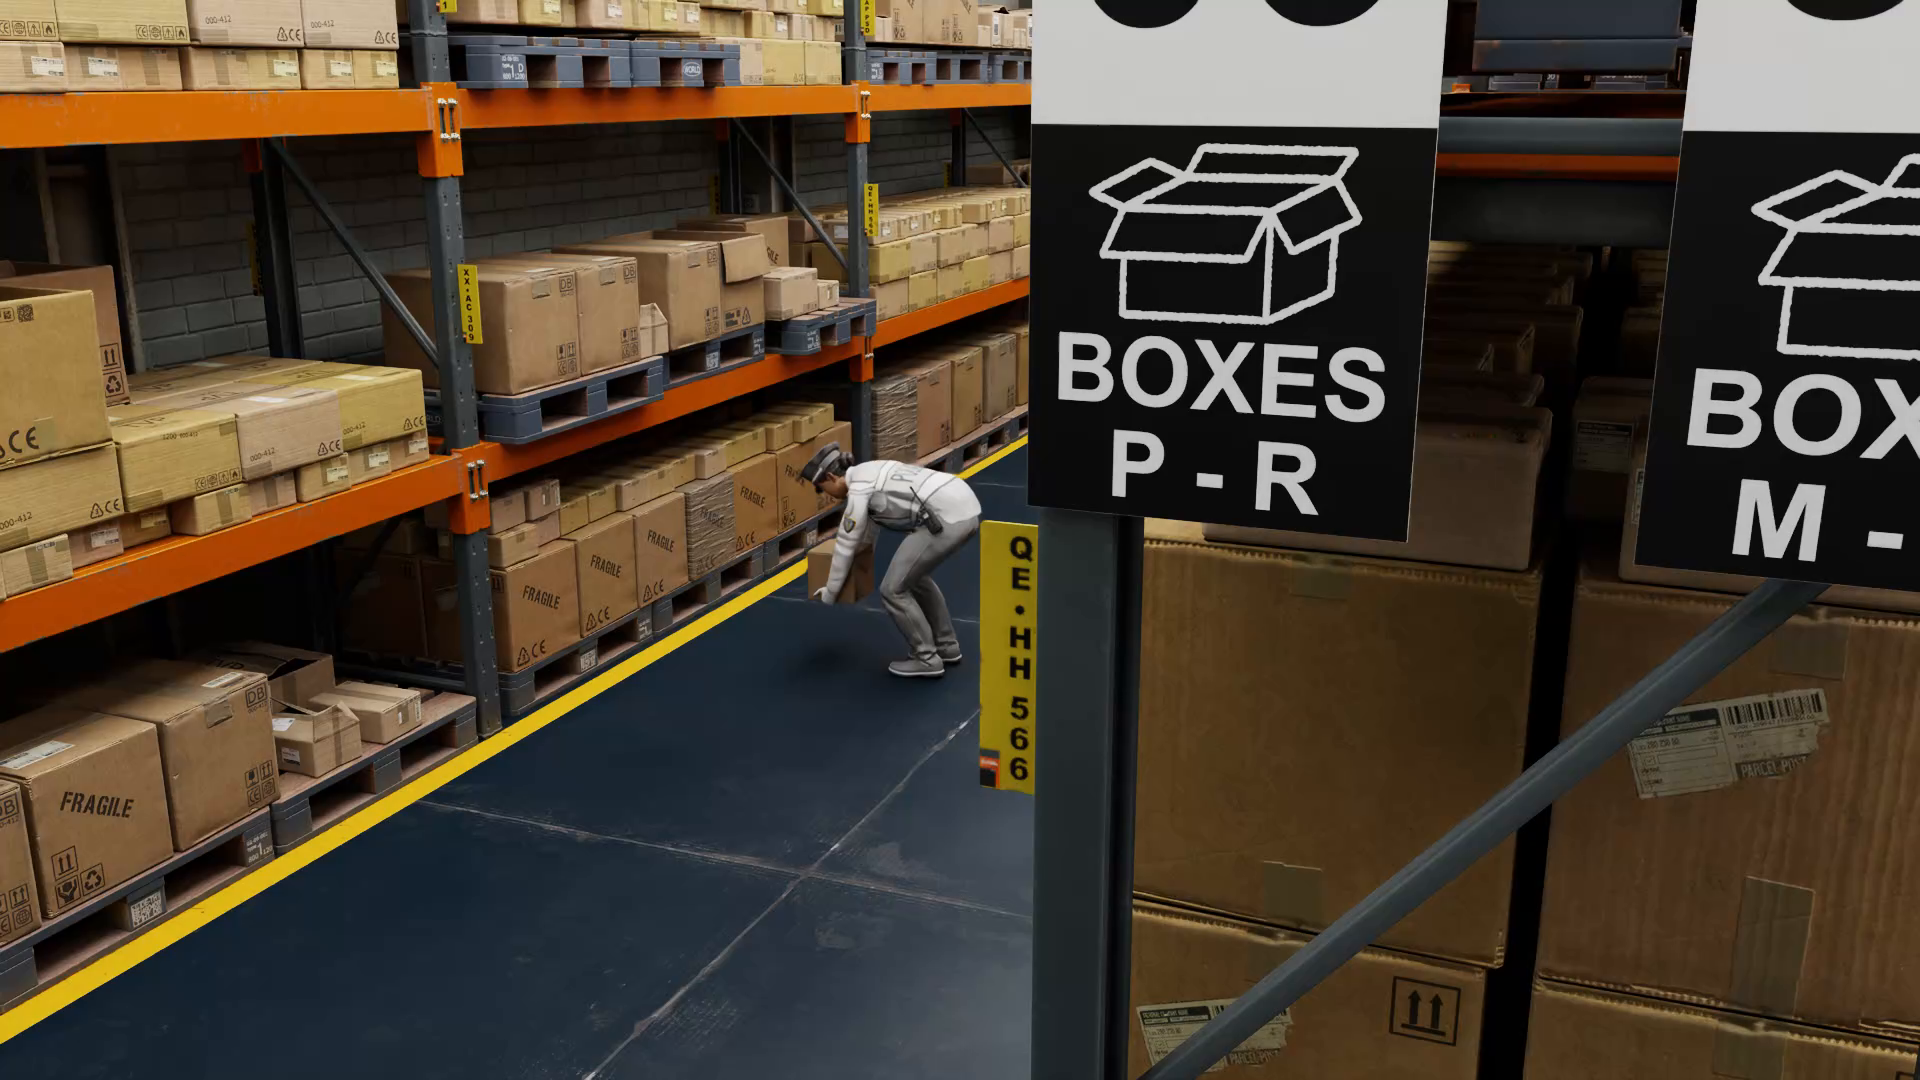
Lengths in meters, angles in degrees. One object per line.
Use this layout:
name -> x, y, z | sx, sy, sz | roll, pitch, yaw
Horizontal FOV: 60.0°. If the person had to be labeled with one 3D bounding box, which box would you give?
person -> 3.589, -0.765, 9.259 | 7.482, 2.202, 5.277 | 5, 16, 18
